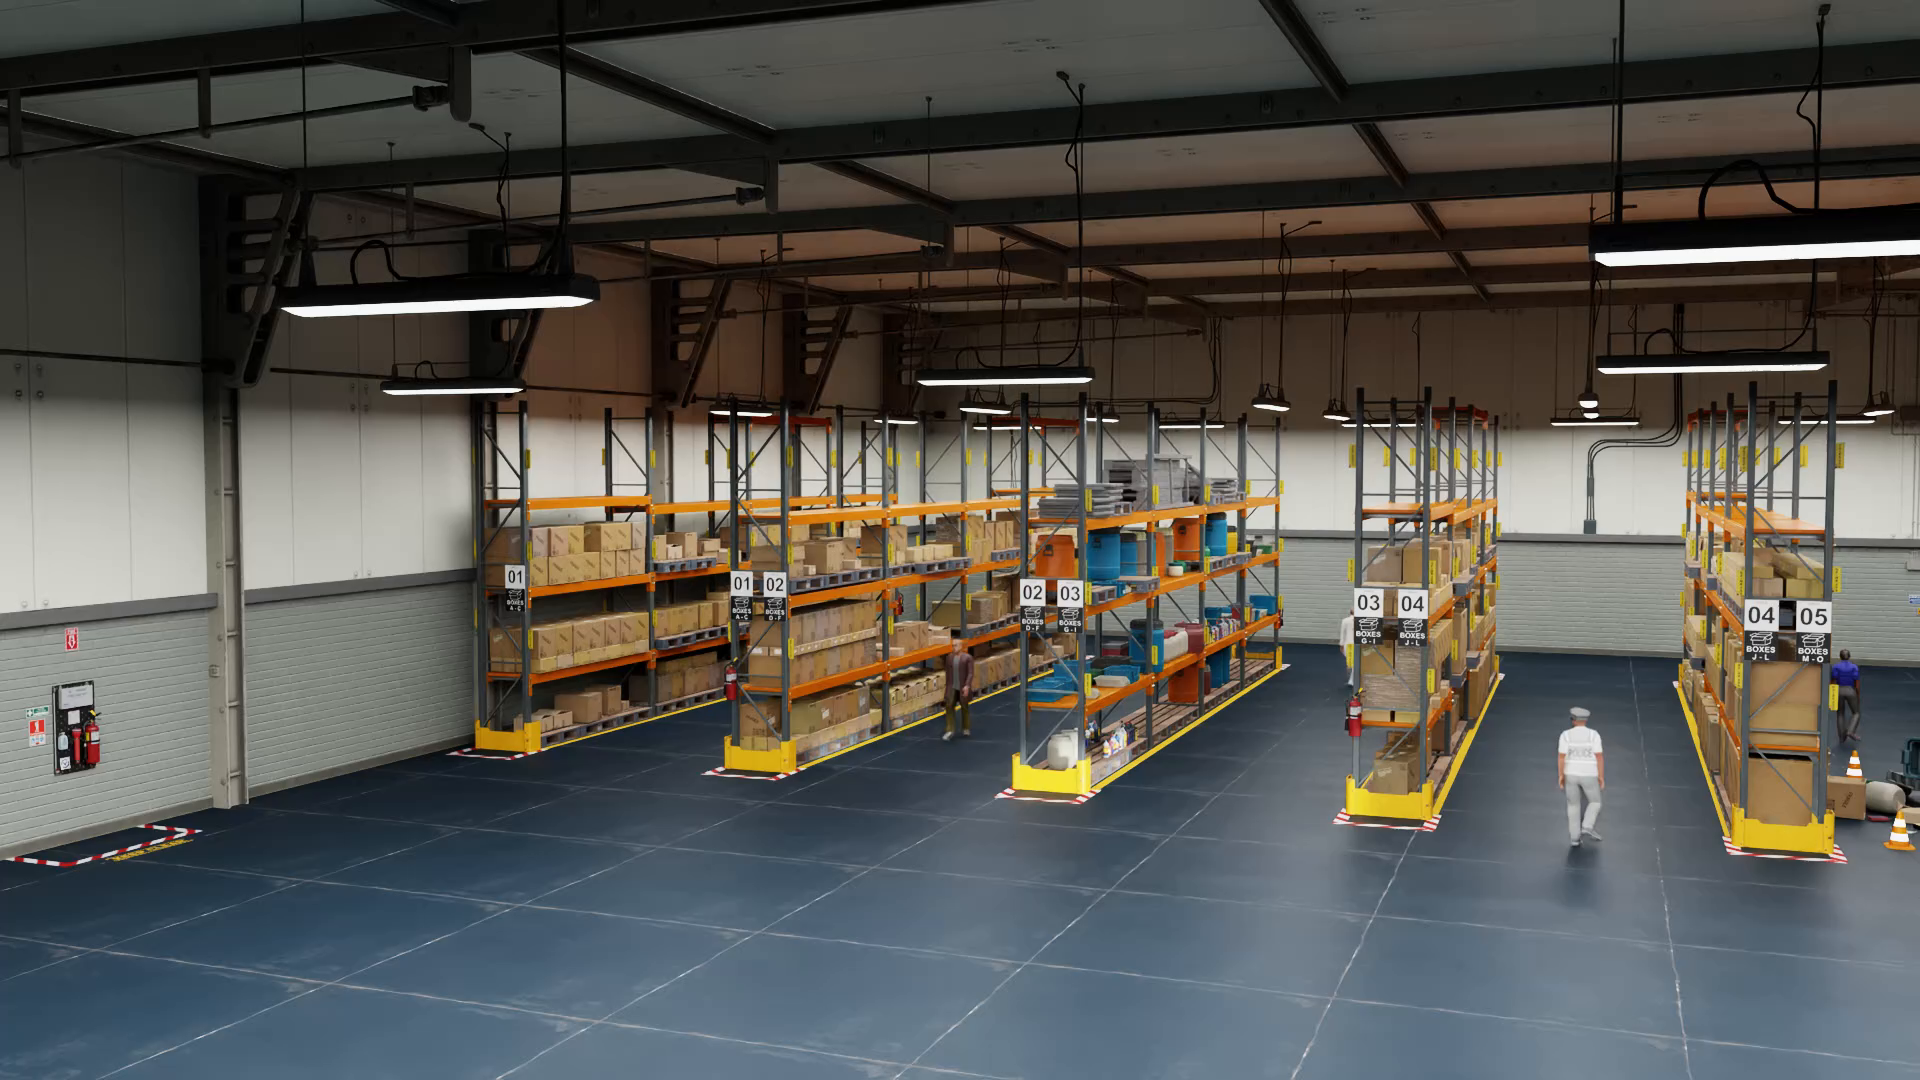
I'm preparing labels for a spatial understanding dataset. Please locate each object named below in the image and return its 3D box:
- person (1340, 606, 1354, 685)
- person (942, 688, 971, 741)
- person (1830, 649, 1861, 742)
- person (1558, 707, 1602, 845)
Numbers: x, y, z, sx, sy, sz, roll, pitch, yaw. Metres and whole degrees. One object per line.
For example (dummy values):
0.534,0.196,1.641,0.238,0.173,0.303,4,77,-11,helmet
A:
8.706,2.340,36.712,0.600,1.777,0.831,2,3,33,person
-0.047,3.008,29.770,0.388,1.061,0.899,1,3,20,person
15.664,2.752,29.339,0.461,1.657,0.508,2,3,31,person
8.048,3.066,21.554,0.570,1.757,0.493,2,3,31,person
